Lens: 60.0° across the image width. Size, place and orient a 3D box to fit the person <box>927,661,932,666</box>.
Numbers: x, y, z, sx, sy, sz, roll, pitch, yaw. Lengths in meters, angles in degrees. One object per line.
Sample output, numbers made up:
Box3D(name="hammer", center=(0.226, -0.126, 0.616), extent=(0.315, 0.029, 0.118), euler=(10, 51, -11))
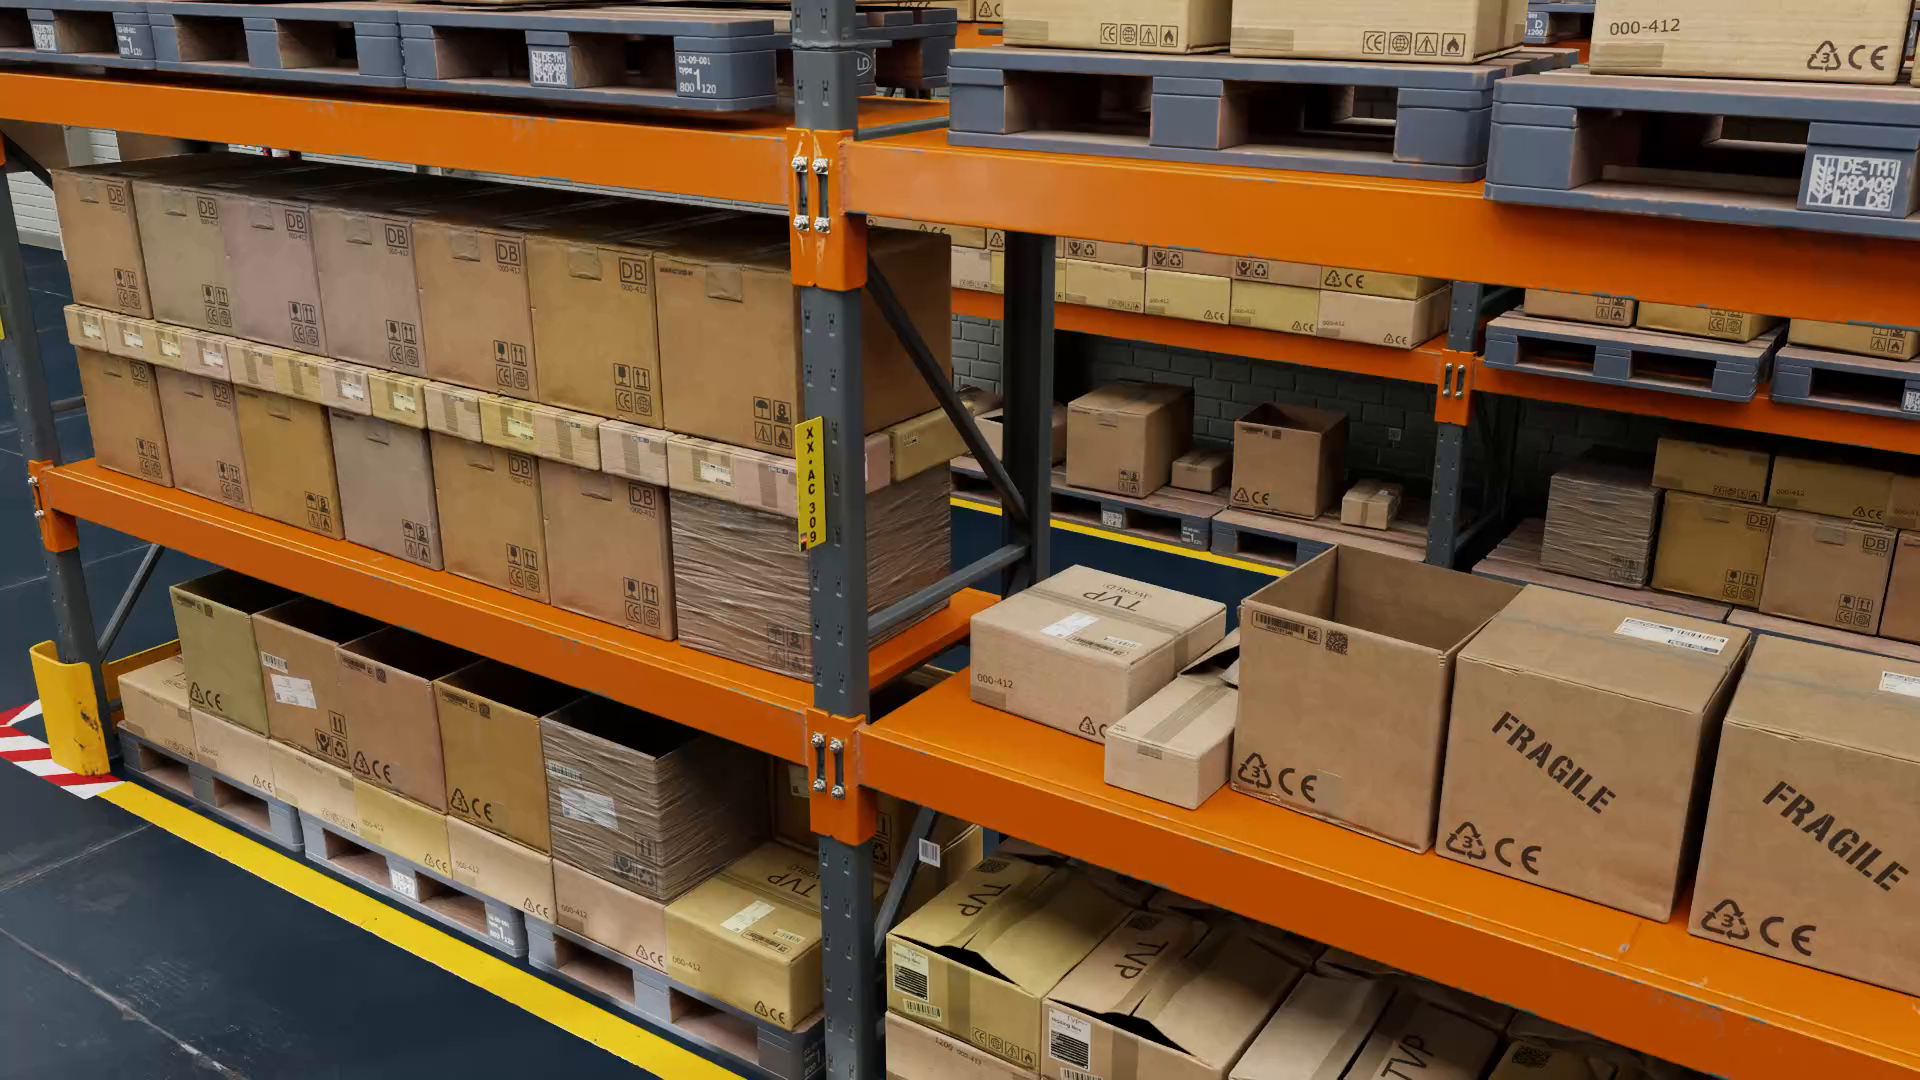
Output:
Box3D(name="person", center=(-0.319, 0.073, 6.871), extent=(0.511, 1.673, 0.456), euler=(13, 23, 31))
